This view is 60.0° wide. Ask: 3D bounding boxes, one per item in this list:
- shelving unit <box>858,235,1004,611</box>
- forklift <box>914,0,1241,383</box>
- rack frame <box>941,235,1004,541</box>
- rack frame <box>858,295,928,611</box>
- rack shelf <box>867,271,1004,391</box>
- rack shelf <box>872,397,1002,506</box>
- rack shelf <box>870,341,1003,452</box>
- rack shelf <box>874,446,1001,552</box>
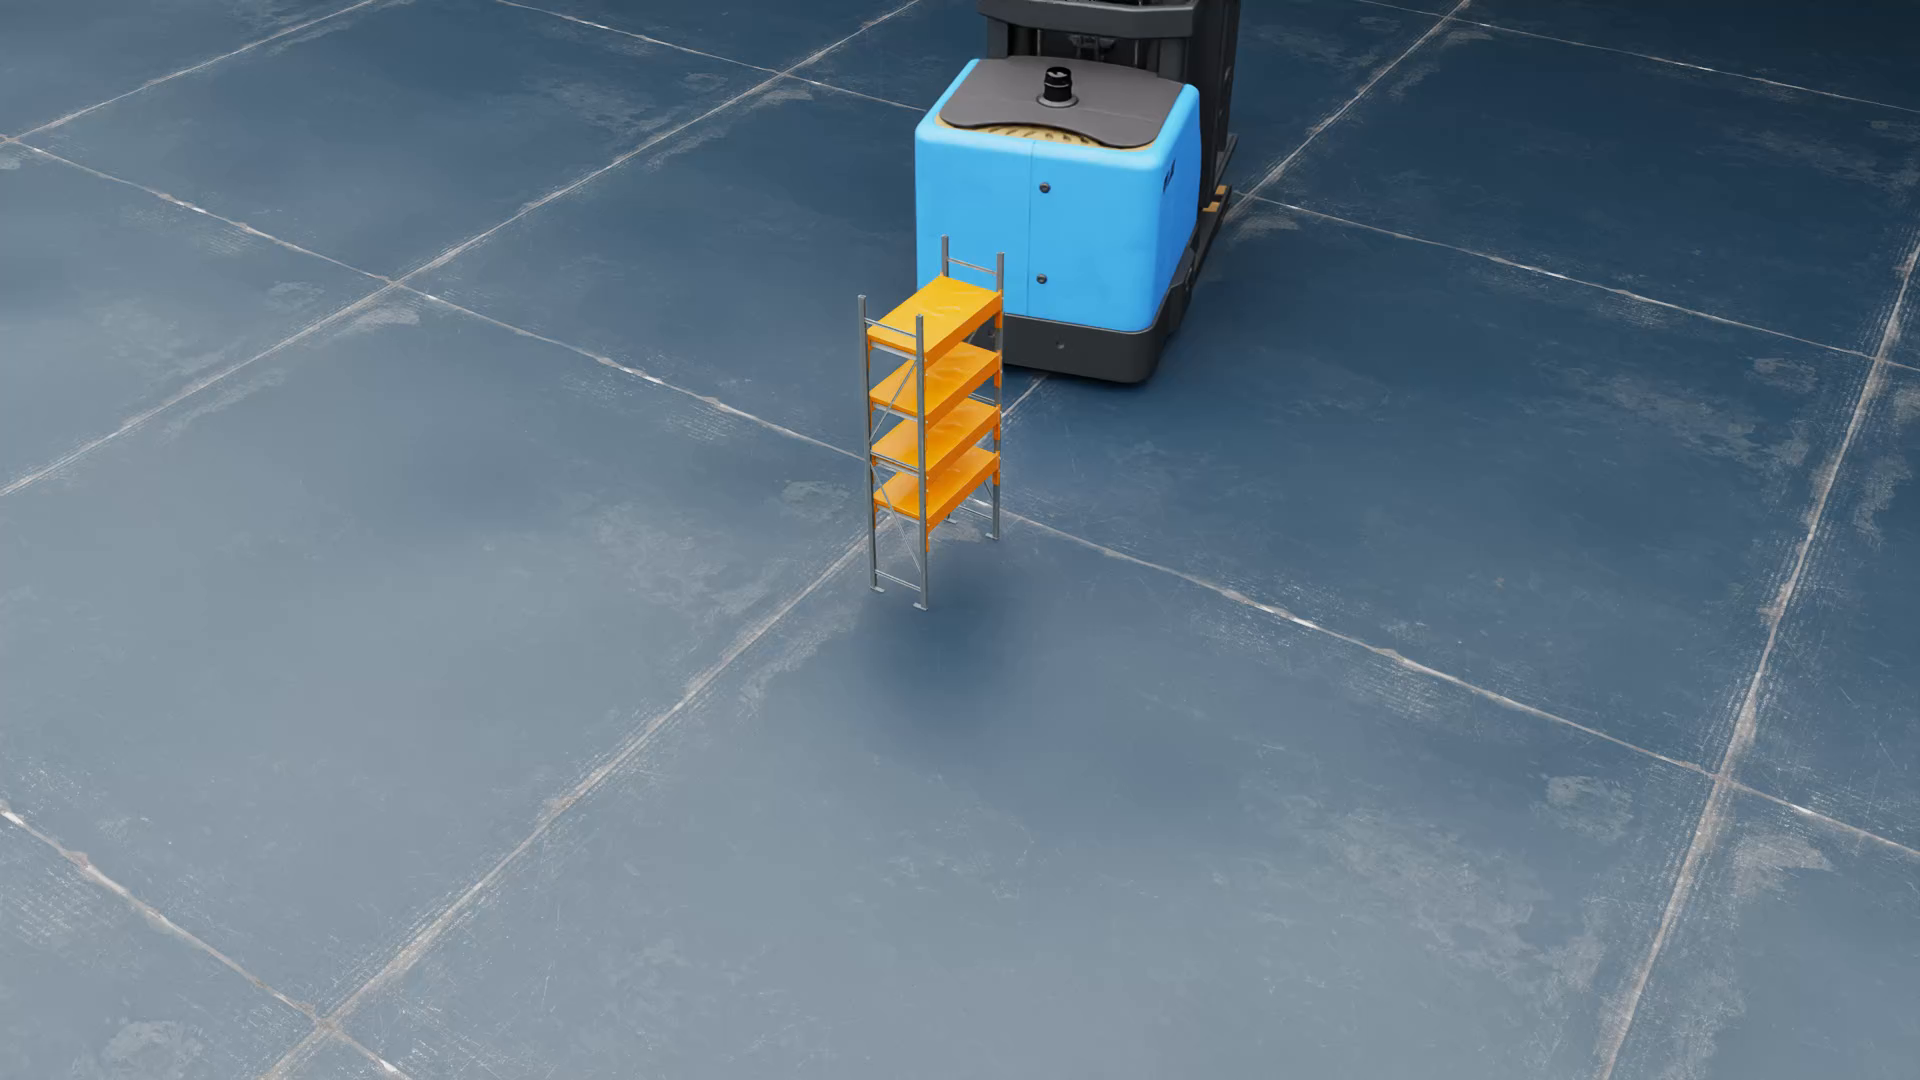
[{"bbox_3d":[-0.089,-0.390,5.773,0.258,1.200,0.503,21,42,25],"label":"shelving unit"},{"bbox_3d":[0.730,-2.725,7.384,1.130,2.935,3.031,11,39,14],"label":"forklift"},{"bbox_3d":[0.042,-0.516,5.936,0.240,1.200,0.015,21,42,25],"label":"rack frame"},{"bbox_3d":[-0.219,-0.264,5.610,0.240,1.200,0.015,21,42,25],"label":"rack frame"},{"bbox_3d":[-0.089,-0.701,5.533,0.258,0.148,0.480,21,42,25],"label":"rack shelf"},{"bbox_3d":[-0.089,-0.337,5.814,0.258,0.148,0.480,21,42,25],"label":"rack shelf"},{"bbox_3d":[-0.089,-0.514,5.677,0.258,0.148,0.480,21,42,25],"label":"rack shelf"},{"bbox_3d":[-0.089,-0.179,5.935,0.258,0.148,0.480,21,42,25],"label":"rack shelf"}]
